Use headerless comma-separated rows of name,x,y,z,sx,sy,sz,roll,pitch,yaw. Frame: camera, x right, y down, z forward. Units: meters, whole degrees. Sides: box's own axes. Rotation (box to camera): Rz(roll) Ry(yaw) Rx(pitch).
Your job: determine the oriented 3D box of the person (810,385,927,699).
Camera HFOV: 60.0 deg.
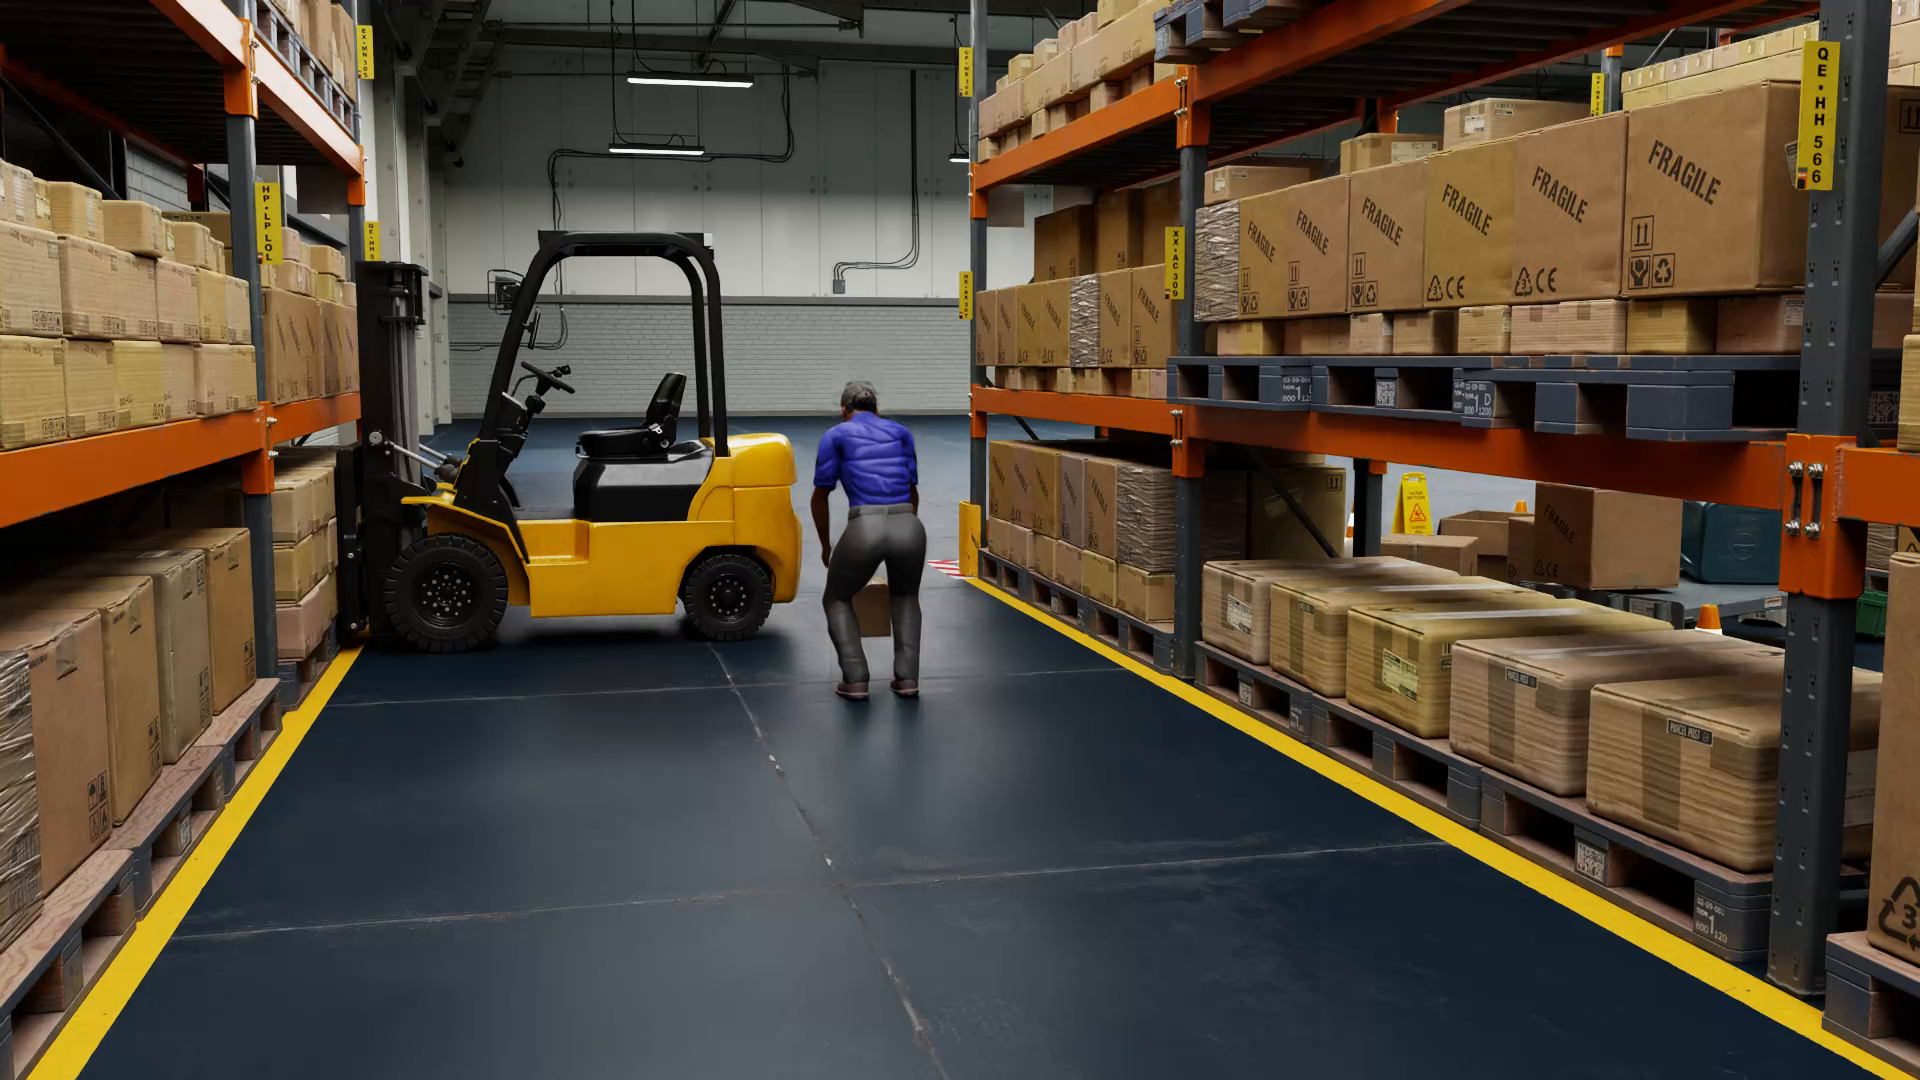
person,-0.408,0.008,7.425,0.495,1.389,0.616,-1,6,-13
